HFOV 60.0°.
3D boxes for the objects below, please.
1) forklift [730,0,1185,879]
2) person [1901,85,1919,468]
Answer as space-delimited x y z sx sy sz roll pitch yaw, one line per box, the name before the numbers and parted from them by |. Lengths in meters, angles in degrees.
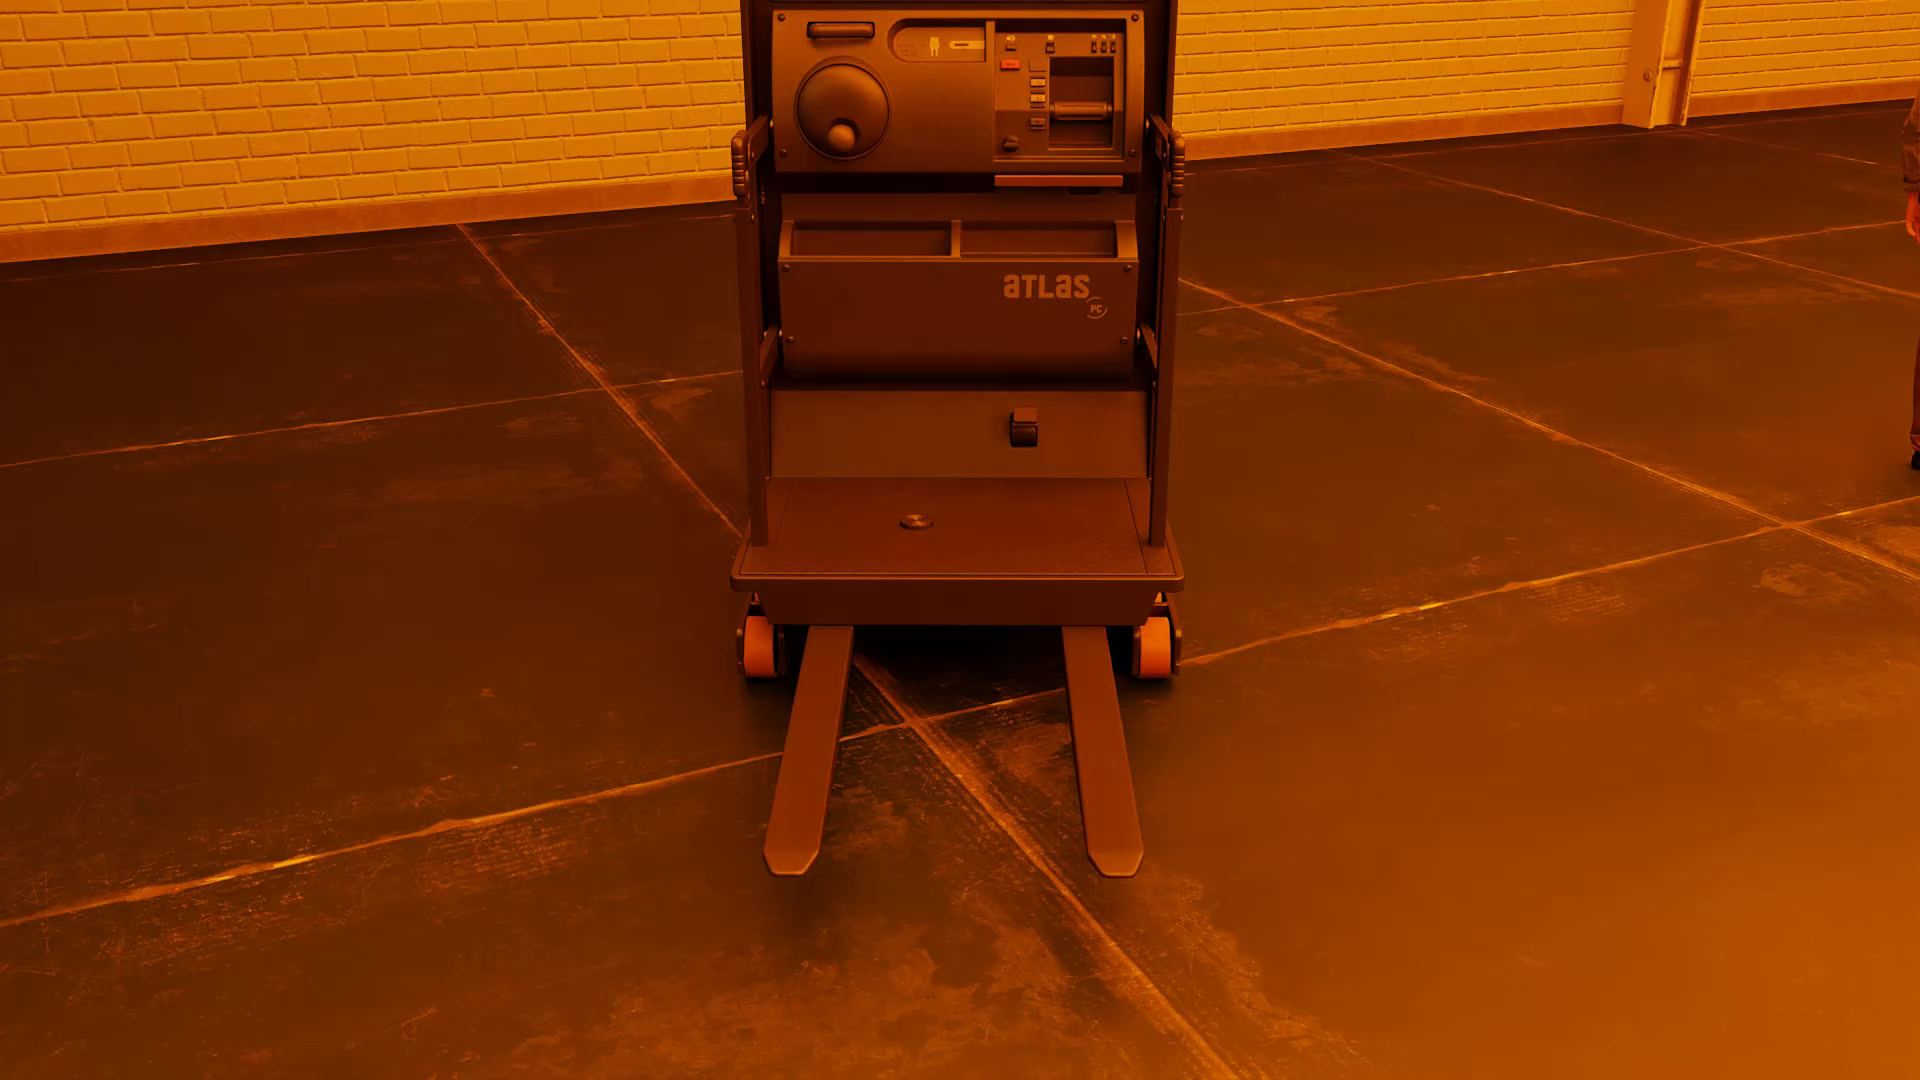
forklift | -0.004 -1.114 3.969 1.130 2.935 3.031 0 23 0
person | 3.385 -1.055 5.382 0.569 1.720 0.632 -13 26 -29
